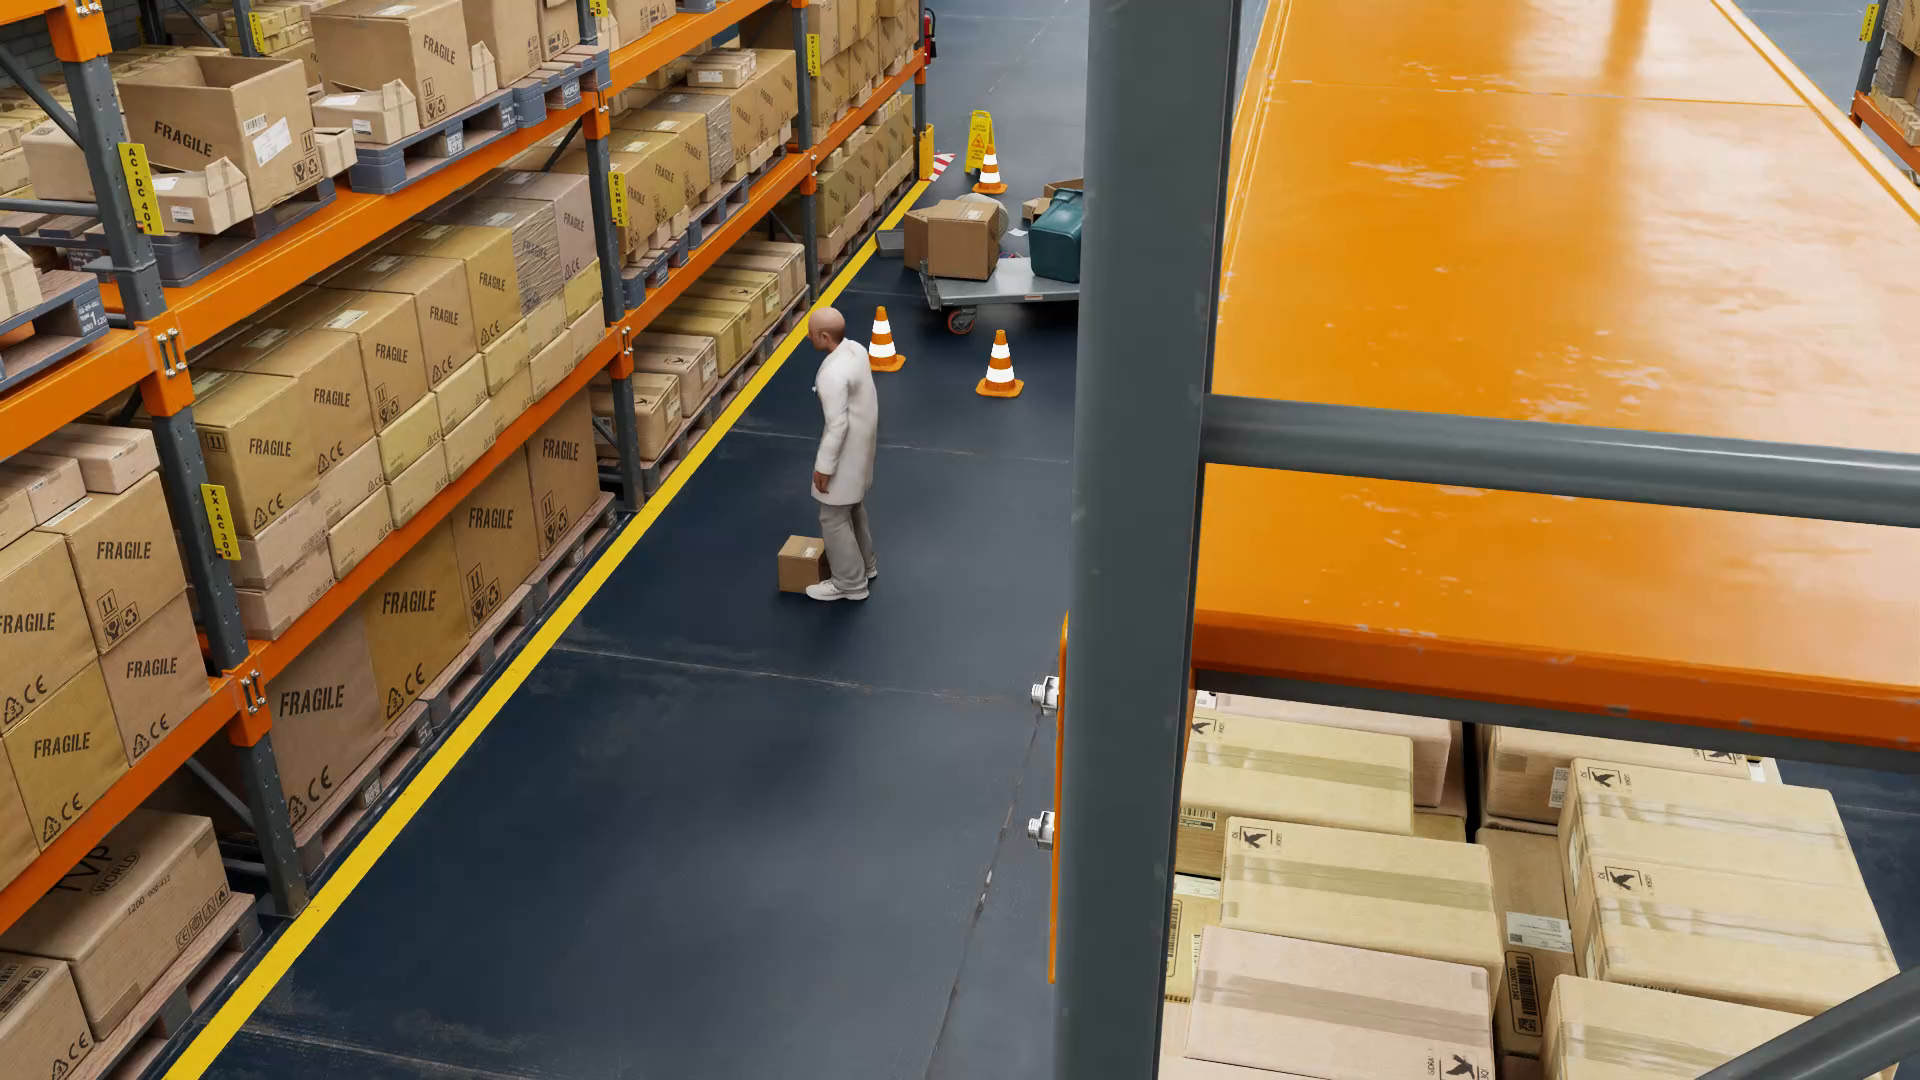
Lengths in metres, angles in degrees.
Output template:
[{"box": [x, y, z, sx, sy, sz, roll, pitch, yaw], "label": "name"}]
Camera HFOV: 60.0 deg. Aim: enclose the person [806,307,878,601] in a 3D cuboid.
[{"box": [-0.684, -0.500, 9.564, 0.425, 1.774, 0.644, 6, 29, 11], "label": "person"}]
